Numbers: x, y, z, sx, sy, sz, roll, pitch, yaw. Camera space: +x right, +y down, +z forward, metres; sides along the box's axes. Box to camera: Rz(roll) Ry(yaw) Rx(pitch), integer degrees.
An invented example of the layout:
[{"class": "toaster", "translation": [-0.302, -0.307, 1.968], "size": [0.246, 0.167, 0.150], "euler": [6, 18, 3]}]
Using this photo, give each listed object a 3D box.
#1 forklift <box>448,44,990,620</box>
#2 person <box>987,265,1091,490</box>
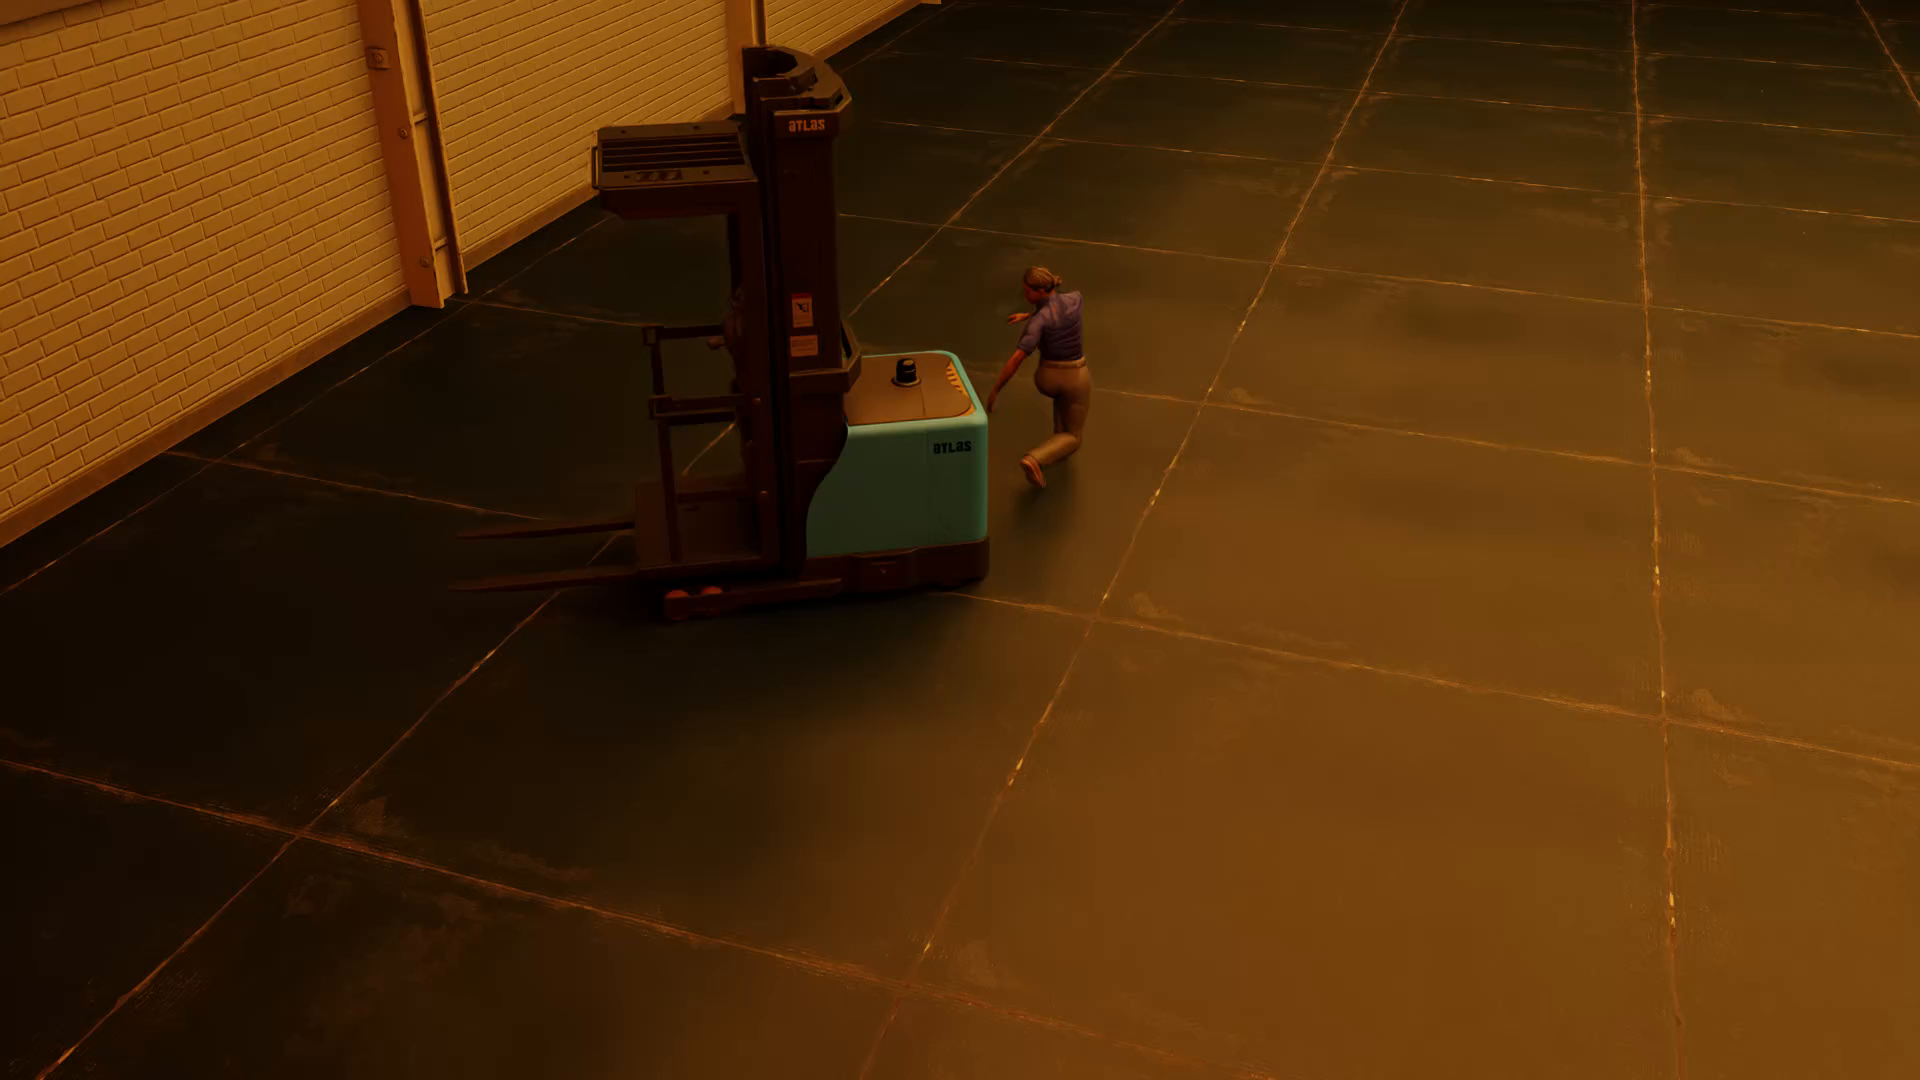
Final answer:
[{"class": "forklift", "translation": [-1.400, -1.109, 9.082], "size": [3.031, 2.935, 1.130], "euler": [-6, 30, -10]}, {"class": "person", "translation": [0.523, -1.053, 10.590], "size": [0.625, 1.428, 0.895], "euler": [5, 30, 9]}]
